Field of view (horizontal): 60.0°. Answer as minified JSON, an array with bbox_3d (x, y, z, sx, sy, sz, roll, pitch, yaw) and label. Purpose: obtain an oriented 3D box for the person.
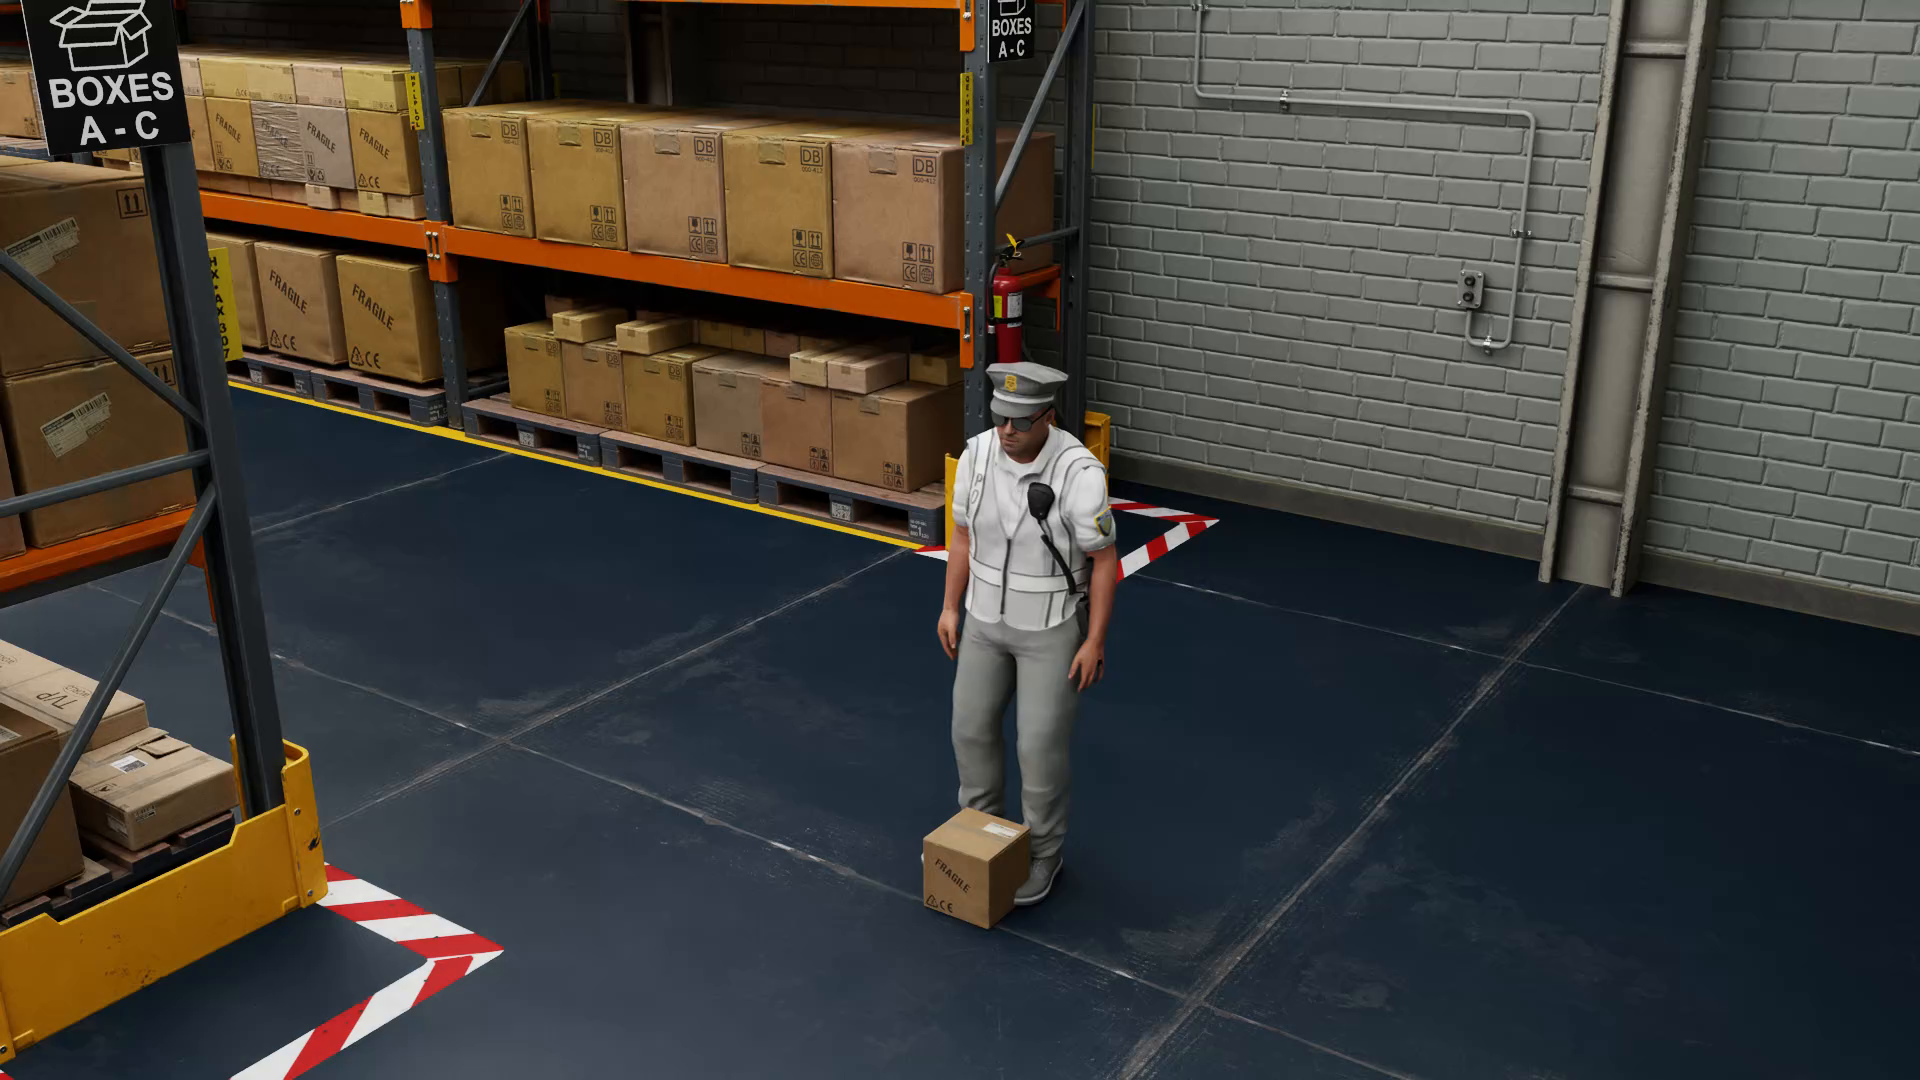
[{"bbox_3d":[0.198,0.273,5.296,0.601,1.747,0.480,11,23,29],"label":"person"}]
